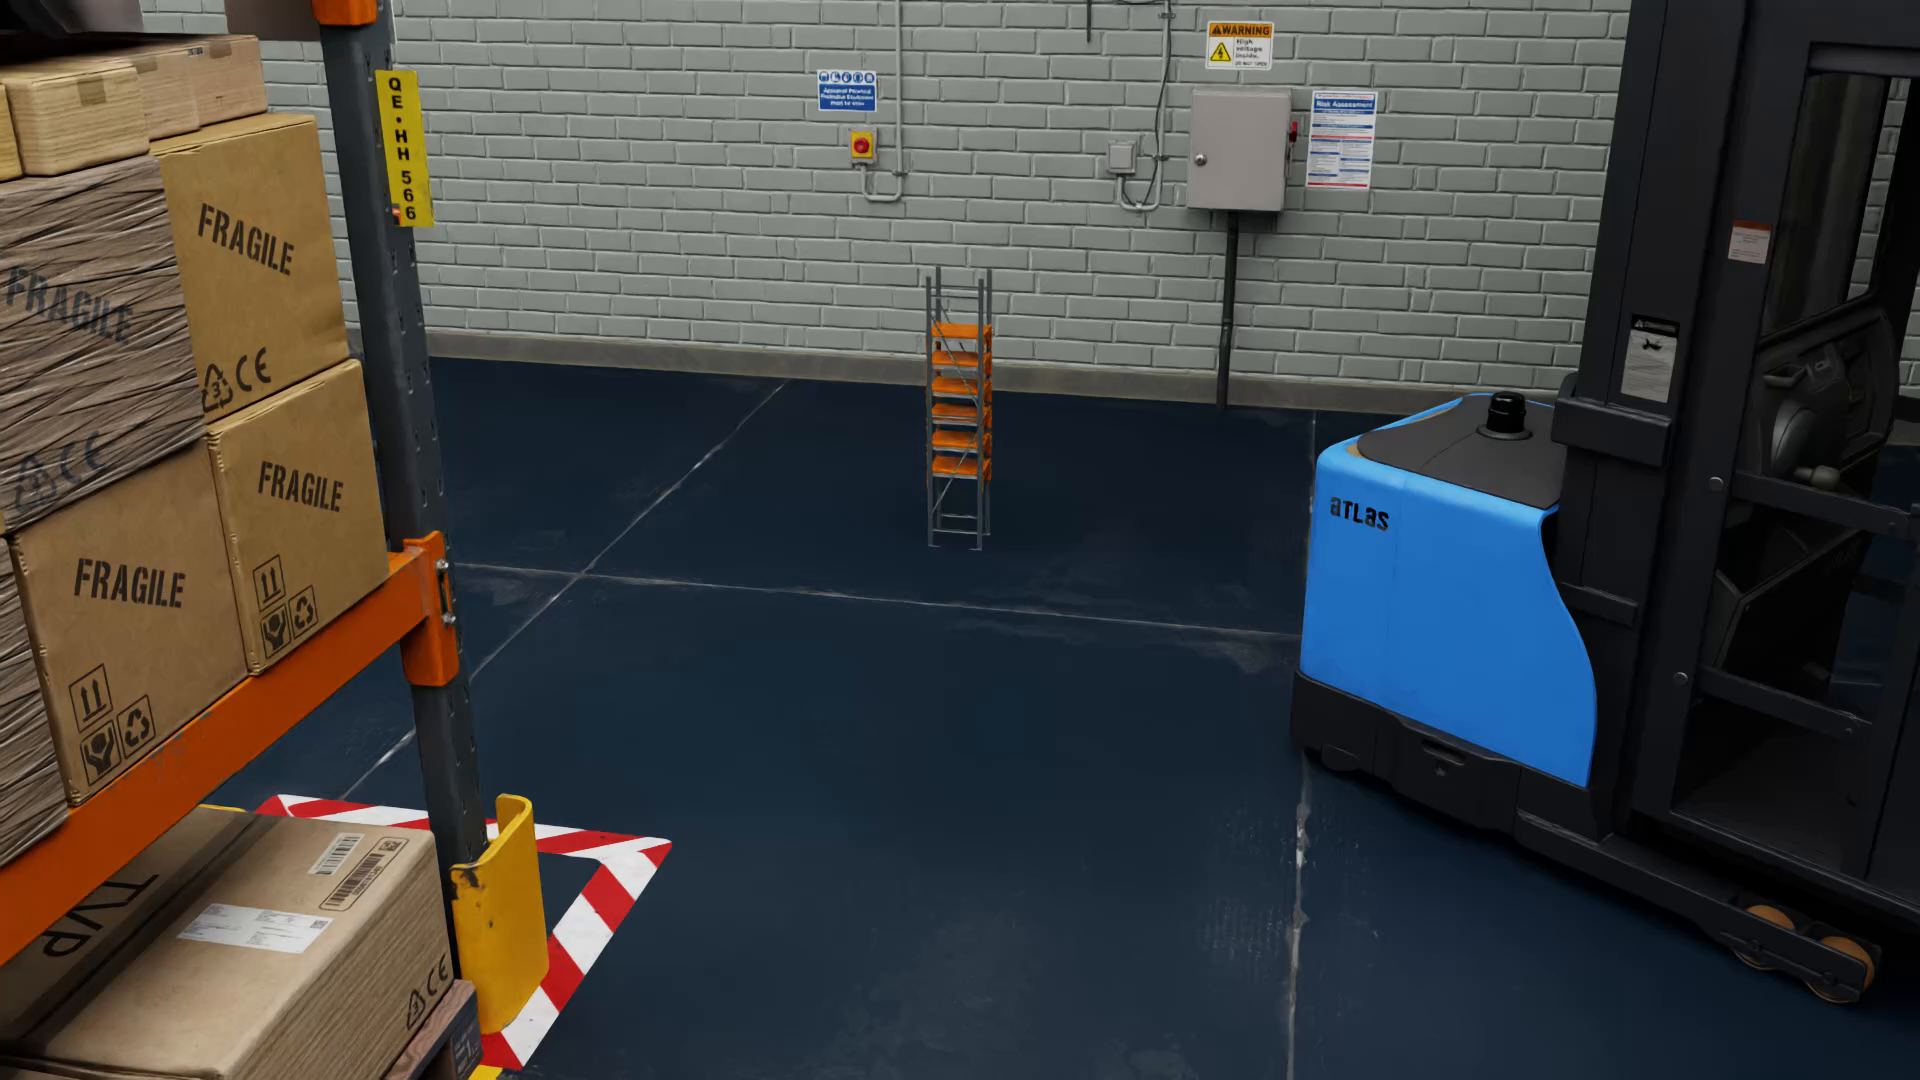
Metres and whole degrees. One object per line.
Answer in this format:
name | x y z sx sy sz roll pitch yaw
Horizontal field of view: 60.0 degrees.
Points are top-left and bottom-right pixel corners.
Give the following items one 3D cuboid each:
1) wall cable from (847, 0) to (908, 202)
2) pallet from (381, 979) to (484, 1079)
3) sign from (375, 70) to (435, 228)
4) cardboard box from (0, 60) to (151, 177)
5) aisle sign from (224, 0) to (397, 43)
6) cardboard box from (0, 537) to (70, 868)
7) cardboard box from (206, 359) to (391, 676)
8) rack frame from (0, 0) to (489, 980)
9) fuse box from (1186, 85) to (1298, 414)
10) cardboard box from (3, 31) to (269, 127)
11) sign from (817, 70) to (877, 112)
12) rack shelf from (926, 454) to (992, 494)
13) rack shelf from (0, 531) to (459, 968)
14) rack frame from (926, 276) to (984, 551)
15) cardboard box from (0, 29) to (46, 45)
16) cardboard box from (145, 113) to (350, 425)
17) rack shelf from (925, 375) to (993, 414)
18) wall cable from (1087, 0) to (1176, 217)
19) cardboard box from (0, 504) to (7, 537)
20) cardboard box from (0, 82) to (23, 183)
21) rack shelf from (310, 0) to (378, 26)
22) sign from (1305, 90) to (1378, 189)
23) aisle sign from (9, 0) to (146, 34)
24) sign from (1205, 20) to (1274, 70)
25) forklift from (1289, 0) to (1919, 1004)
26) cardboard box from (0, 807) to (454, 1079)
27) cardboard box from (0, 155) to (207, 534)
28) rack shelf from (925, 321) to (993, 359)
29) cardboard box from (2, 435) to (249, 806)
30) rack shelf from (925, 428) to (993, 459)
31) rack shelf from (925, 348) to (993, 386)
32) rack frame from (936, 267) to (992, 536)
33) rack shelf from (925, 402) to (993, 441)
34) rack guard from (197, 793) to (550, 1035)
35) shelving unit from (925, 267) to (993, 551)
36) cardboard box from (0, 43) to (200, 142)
wall cable | -0.580 -2.776 8.829 0.585 1.953 0.123 4 22 11
pallet | -1.794 1.366 3.680 1.003 0.211 1.213 4 22 11
sign | -1.179 -0.827 3.524 0.100 0.325 0.005 4 22 11
cardboard box | -1.583 -0.695 2.724 0.380 0.149 0.250 4 22 10
aisle sign | -1.389 -1.435 3.421 0.394 0.787 0.004 4 22 11
cardboard box | -1.759 0.295 2.472 0.500 0.500 0.500 5 22 12
cardboard box | -1.547 -0.076 3.393 0.500 0.500 0.500 5 22 11
rack frame | -1.707 -0.226 3.900 1.000 3.000 0.127 4 22 11
fuse box | 1.447 -1.479 8.736 0.539 1.711 0.414 4 22 11
cardboard box | -1.584 -0.891 3.210 0.380 0.149 0.250 5 22 12
sign | -0.614 -2.442 9.039 0.327 0.218 0.001 4 22 11
rack shelf | -0.003 -0.287 7.223 0.258 0.103 0.180 4 22 11
rack shelf | -2.115 0.839 2.218 1.077 0.370 4.000 4 22 11
rack frame | -0.022 -0.518 7.033 0.240 1.200 0.006 4 22 11
cardboard box | -2.051 -0.929 3.304 0.380 0.149 0.250 5 22 12
cardboard box | -1.573 -0.542 3.212 0.500 0.500 0.500 5 23 13
rack shelf | -0.003 -0.621 7.088 0.258 0.103 0.180 4 22 11
wall cable | 0.811 -2.658 8.577 0.588 1.984 0.122 4 22 11
cardboard box | -1.755 -0.168 2.283 0.500 0.500 0.500 4 22 11
cardboard box | -1.675 -0.606 2.503 0.380 0.149 0.250 5 22 12
rack shelf | -2.115 -0.553 1.658 1.077 0.370 4.000 4 22 11
sign | 1.973 -2.071 8.607 0.329 0.494 0.001 4 22 11
aisle sign | -1.976 -1.481 3.535 0.394 0.787 0.004 4 22 11
sign | 1.435 -2.540 8.539 0.339 0.242 0.001 4 22 11
forklift | 2.472 -0.366 4.340 1.130 2.935 3.031 -19 29 -39
cardboard box | -1.744 1.016 3.682 0.875 0.438 0.875 4 22 9
cardboard box | -1.650 -0.349 2.732 0.500 0.500 0.500 5 22 11
rack shelf | -0.003 -0.844 6.998 0.258 0.103 0.180 4 22 11
cardboard box | -1.664 0.106 2.940 0.500 0.500 0.500 4 22 10
rack shelf | -0.003 -0.399 7.178 0.258 0.103 0.180 4 22 11
rack shelf | -0.003 -0.733 7.043 0.258 0.103 0.180 4 22 11
rack frame | 0.016 -0.585 7.199 0.240 1.200 0.006 4 22 11
rack shelf | -0.003 -0.510 7.133 0.258 0.103 0.180 4 22 11
rack guard | -1.702 0.924 4.389 1.175 0.500 0.348 4 22 11
shelving unit | -0.003 -0.551 7.116 0.258 1.200 0.189 4 22 11
cardboard box | -1.613 -0.796 2.975 0.380 0.149 0.250 5 22 12
